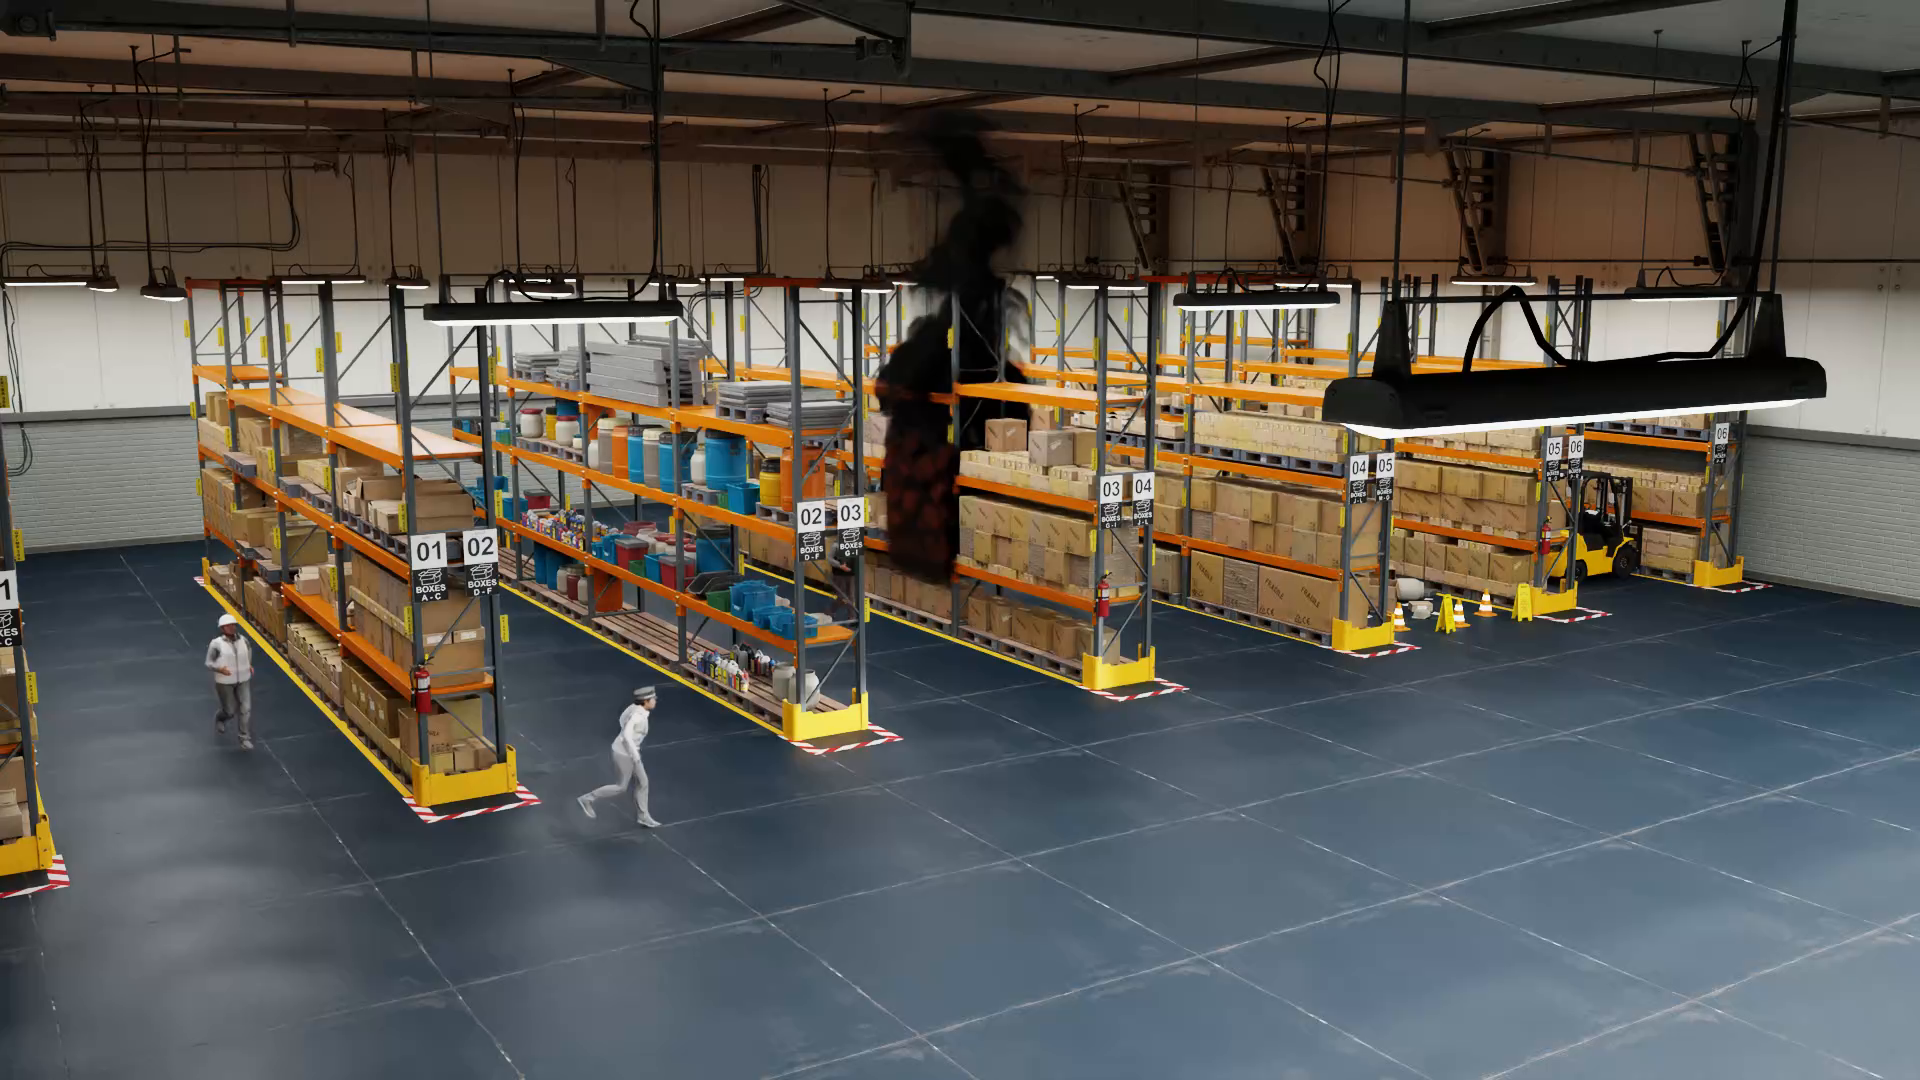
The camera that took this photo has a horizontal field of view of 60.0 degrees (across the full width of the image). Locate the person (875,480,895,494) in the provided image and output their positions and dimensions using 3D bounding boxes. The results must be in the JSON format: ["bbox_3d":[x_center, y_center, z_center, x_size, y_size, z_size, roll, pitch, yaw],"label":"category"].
[{"bbox_3d":[-1.949,-1.594,42.315,0.866,1.712,0.689,2,10,11],"label":"person"}]

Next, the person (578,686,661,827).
[{"bbox_3d":[-3.845,2.460,18.706,0.919,1.631,0.634,-3,10,-16],"label":"person"}]

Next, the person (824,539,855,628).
[{"bbox_3d":[-1.902,0.604,27.534,0.848,1.719,0.663,9,13,44],"label":"person"}]

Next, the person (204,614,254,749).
[{"bbox_3d":[-9.518,1.834,21.778,0.663,1.752,0.926,-9,13,-44],"label":"person"}]
